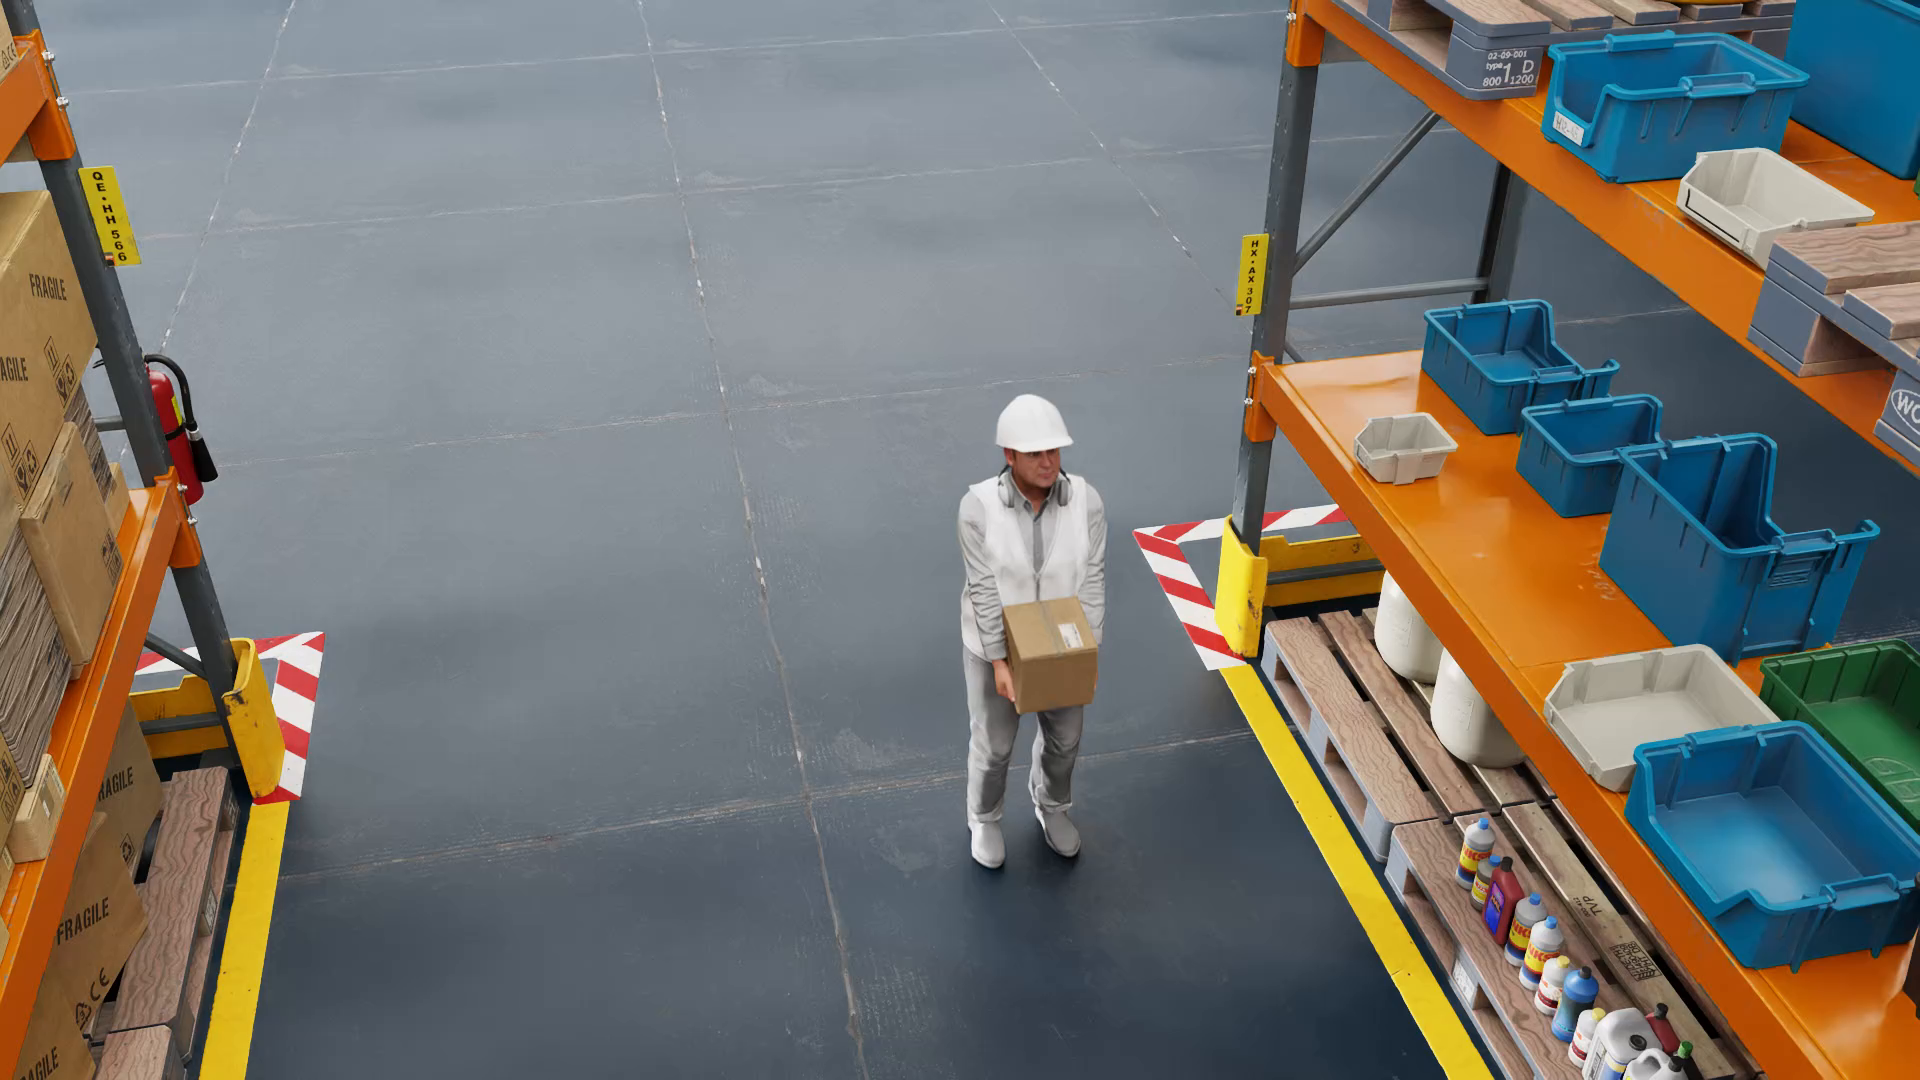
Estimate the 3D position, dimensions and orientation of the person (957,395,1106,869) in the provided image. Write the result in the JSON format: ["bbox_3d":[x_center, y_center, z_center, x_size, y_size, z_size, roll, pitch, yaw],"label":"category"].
[{"bbox_3d":[0.257,0.379,5.569,0.494,1.762,0.557,-7,35,-10],"label":"person"}]
